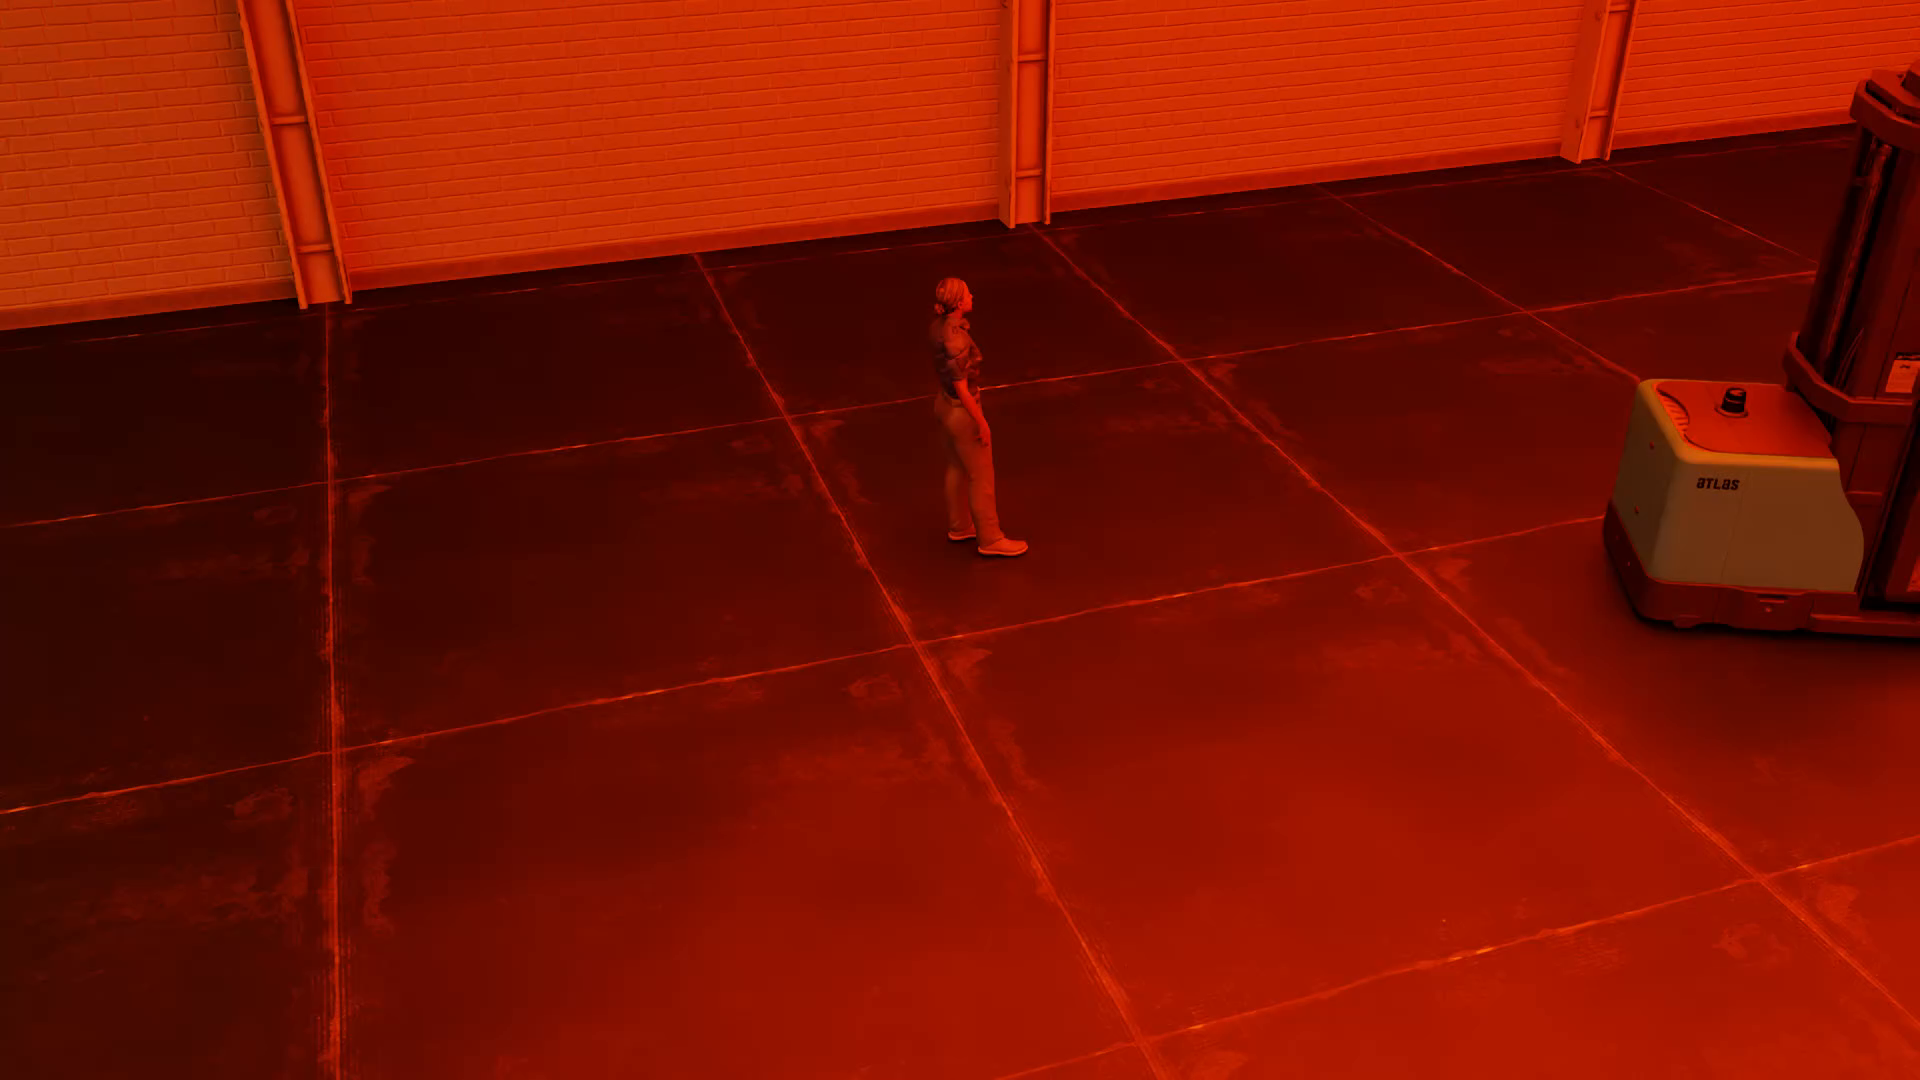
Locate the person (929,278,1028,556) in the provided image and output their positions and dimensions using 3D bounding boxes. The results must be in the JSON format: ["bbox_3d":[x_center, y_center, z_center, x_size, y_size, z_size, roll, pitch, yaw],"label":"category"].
[{"bbox_3d":[0.089,-0.728,9.618,0.504,1.654,0.569,-10,31,-16],"label":"person"}]

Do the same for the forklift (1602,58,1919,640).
[{"bbox_3d":[5.297,-0.949,8.736,3.031,2.935,1.130,3,30,6],"label":"forklift"}]
